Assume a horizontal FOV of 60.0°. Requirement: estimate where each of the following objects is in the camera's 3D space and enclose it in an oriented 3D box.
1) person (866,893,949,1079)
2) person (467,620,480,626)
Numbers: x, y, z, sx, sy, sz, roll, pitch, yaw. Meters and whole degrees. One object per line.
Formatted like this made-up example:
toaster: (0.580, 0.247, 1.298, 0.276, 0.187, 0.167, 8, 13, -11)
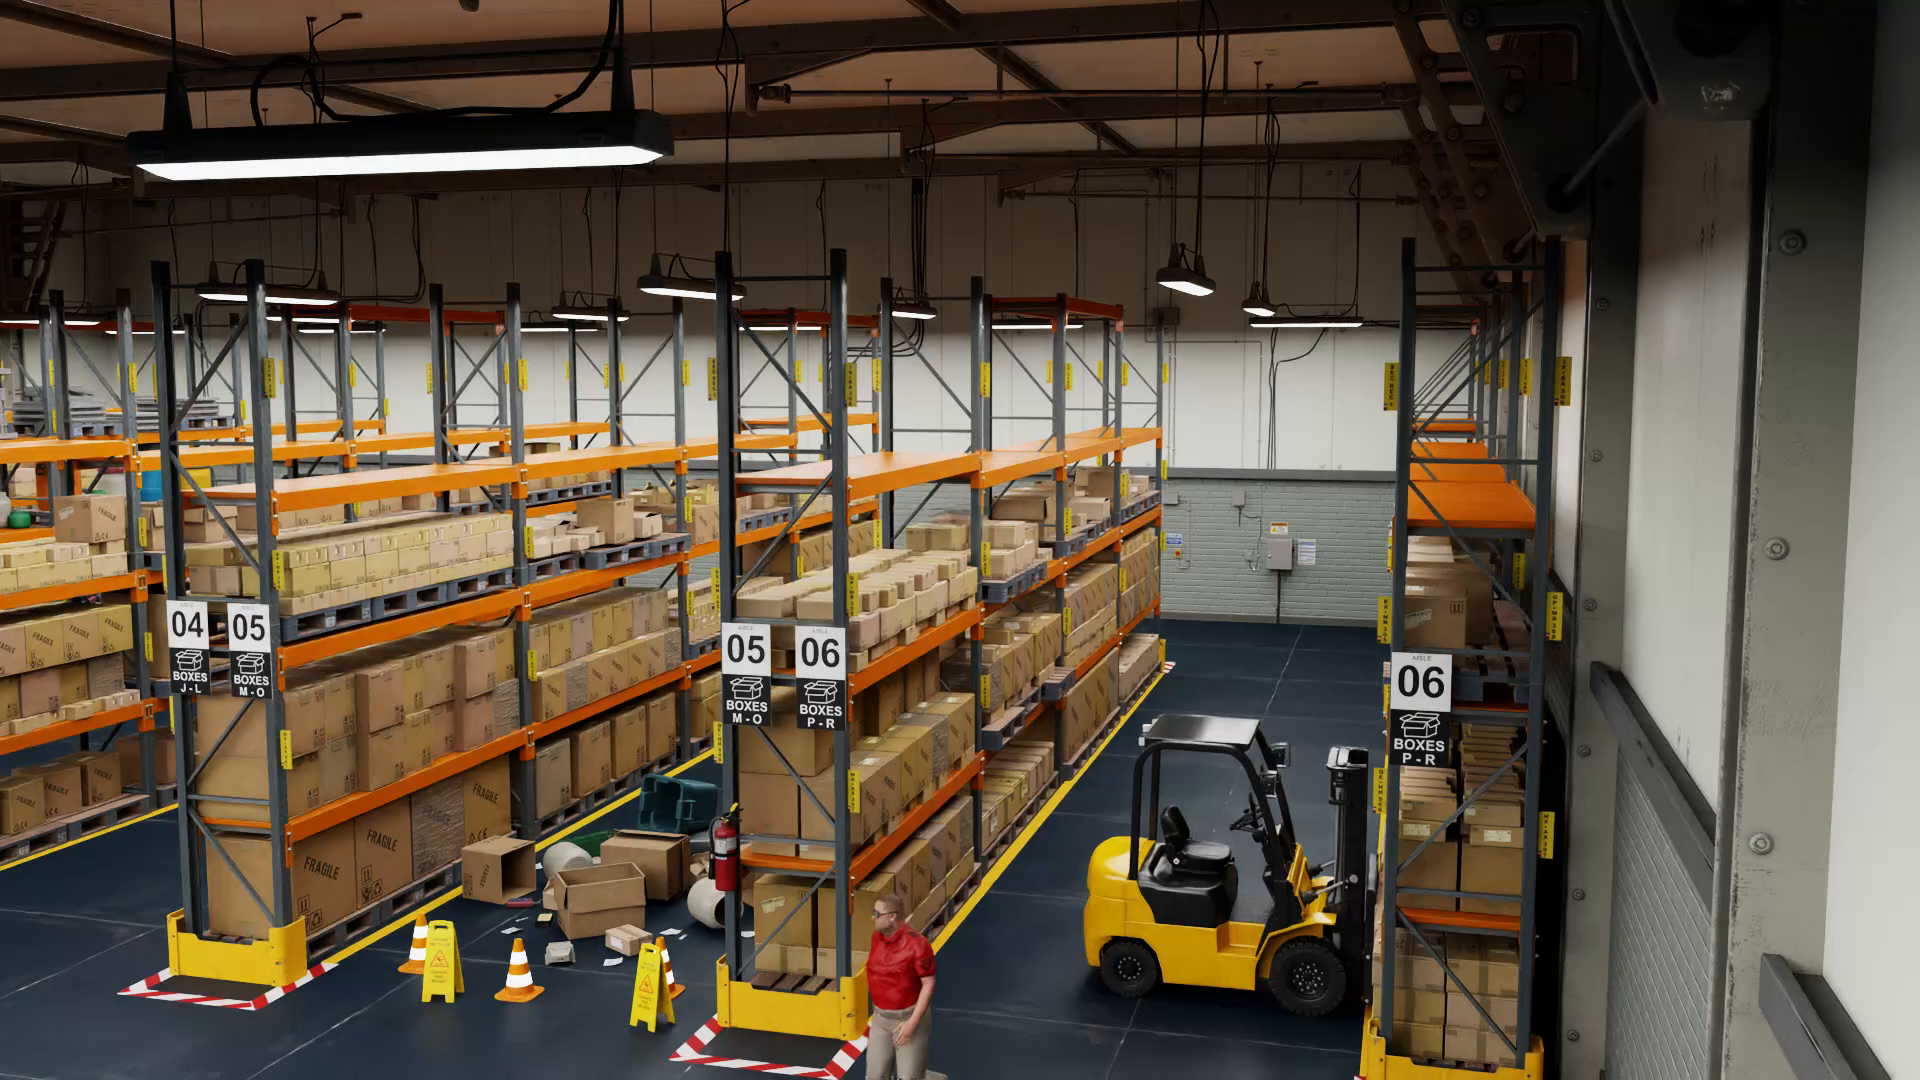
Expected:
person: (-0.369, 3.171, 11.042, 0.589, 1.694, 0.656, 5, 8, 37)
person: (-6.851, 1.894, 23.490, 0.458, 1.538, 0.972, 2, 6, 15)
